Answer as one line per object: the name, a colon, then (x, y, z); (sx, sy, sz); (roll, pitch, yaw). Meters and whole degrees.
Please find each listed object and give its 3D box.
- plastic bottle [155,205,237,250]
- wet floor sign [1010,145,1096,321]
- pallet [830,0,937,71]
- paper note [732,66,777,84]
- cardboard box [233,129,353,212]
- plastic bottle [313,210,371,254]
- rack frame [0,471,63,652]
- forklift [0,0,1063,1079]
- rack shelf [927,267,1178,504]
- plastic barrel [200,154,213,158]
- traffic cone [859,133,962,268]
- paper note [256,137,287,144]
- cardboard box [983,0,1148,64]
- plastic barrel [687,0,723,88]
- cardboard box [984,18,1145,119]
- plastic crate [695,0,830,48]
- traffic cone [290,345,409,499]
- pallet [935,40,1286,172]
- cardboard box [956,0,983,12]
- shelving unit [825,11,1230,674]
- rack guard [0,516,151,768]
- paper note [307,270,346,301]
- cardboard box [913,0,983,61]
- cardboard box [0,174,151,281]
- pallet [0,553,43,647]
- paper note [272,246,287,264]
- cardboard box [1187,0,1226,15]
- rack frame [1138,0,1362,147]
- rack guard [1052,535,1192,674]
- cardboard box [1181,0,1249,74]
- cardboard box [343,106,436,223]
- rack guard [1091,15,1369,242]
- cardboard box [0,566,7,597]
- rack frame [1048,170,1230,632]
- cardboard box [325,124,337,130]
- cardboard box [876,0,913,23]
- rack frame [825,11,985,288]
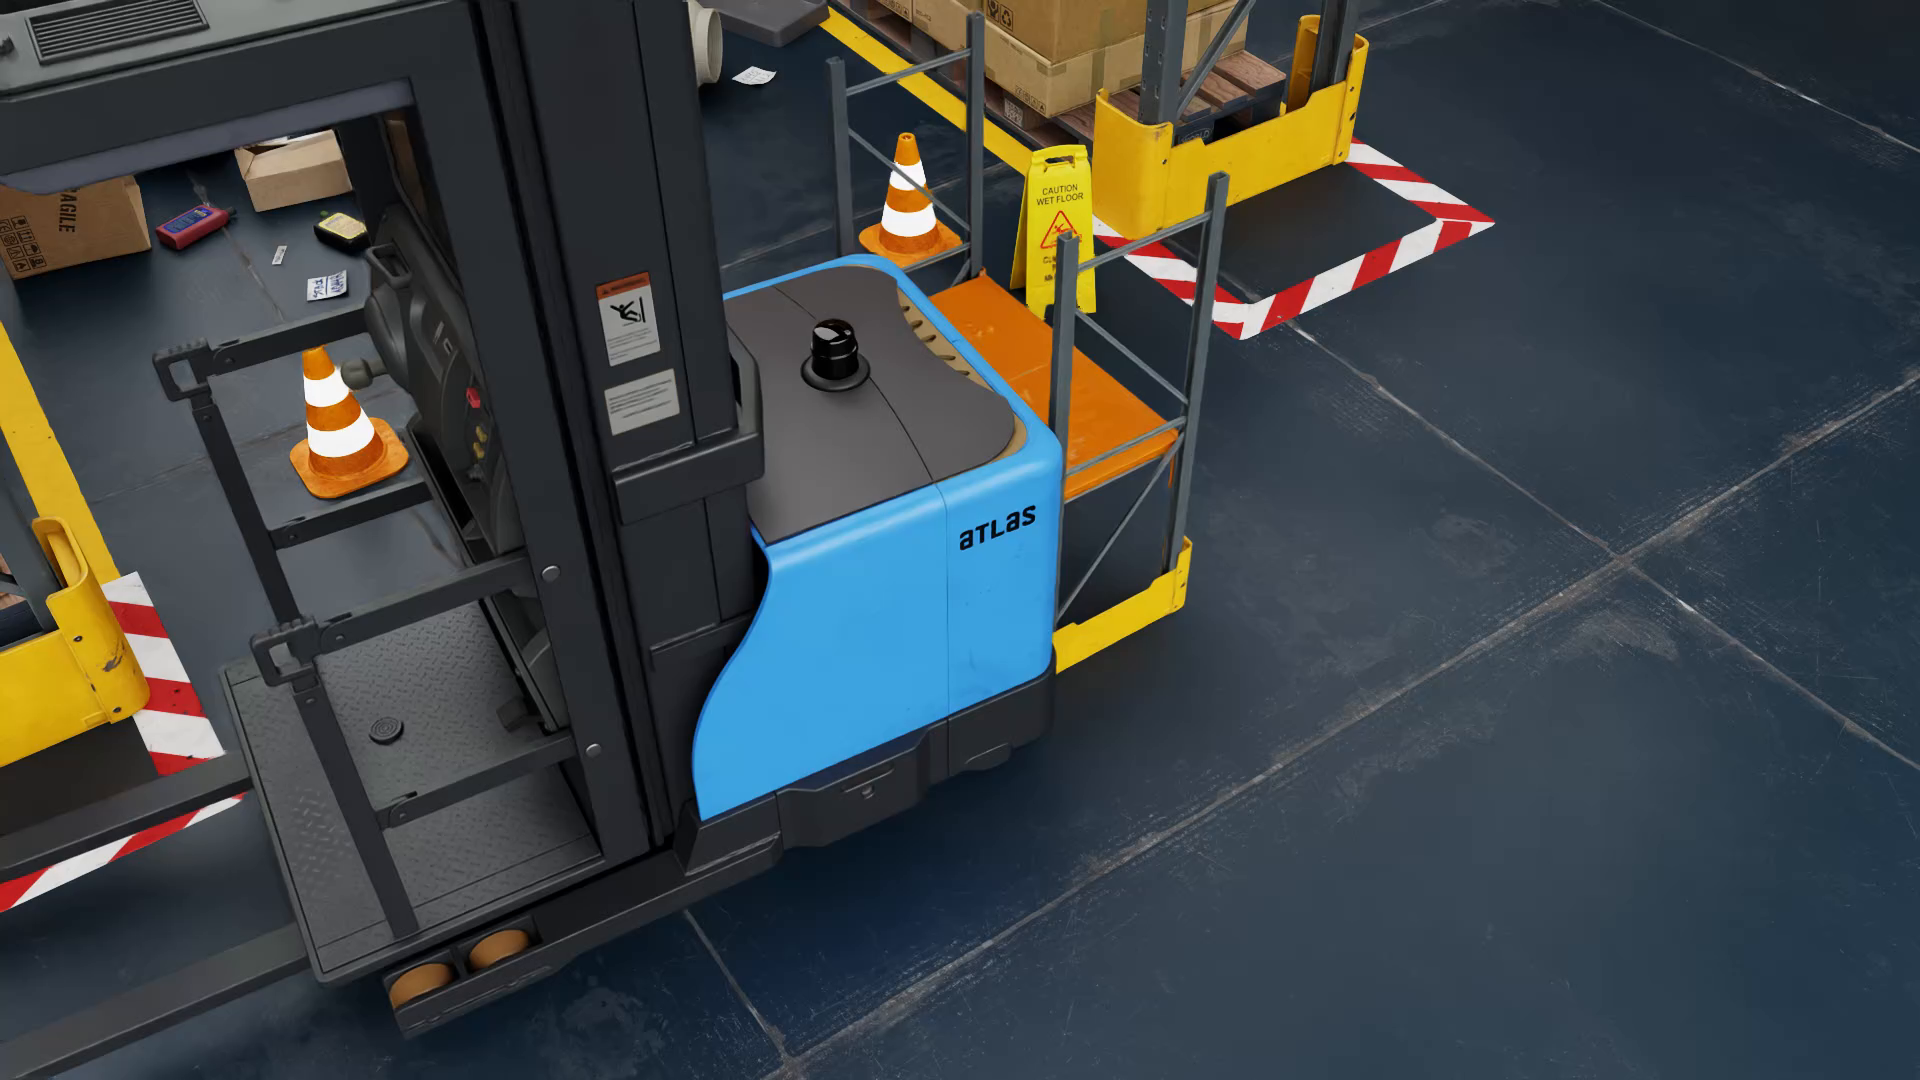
plastic bottle: (-2.982, -1.239, 6.504); (0.133, 0.061, 0.283); (26, 49, 25)
wet floor sign: (0.342, -1.125, 5.961); (0.267, 0.644, 0.232); (-10, 45, -11)
pallet: (-0.062, -2.706, 7.931); (1.003, 0.211, 1.213); (-26, 49, -24)
paper note: (-0.912, -2.067, 7.393); (0.148, 0.019, 0.142); (26, 49, 25)
cardboard box: (-2.685, -1.525, 6.655); (0.396, 0.266, 0.258); (-18, 46, -18)
plastic bottle: (-2.413, -1.206, 6.469); (0.283, 0.061, 0.133); (26, 49, 25)
rack frame: (-2.891, -0.494, 3.595); (1.000, 3.000, 0.127); (-26, 49, -24)
forklift: (-1.278, -0.300, 3.441); (3.031, 2.935, 1.130); (-21, 48, -21)
rack shelf: (0.146, -0.402, 4.845); (0.538, 0.185, 1.000); (-26, 49, -24)
plastic barrel: (-3.272, -1.791, 6.820); (0.512, 0.421, 0.421); (4, 44, 4)
traffic cone: (-0.193, -1.323, 6.301); (0.336, 0.463, 0.334); (-26, 49, -24)
paper note: (-2.901, -1.637, 6.948); (0.172, 0.023, 0.155); (-10, 45, -11)
cardboard box: (0.439, -2.286, 6.617); (0.500, 0.500, 0.500); (-25, 49, -24)
plastic barrel: (-1.312, -2.147, 7.192); (0.512, 0.421, 0.421); (4, 44, 4)
cardboard box: (0.414, -2.029, 6.891); (0.500, 0.250, 0.500); (-26, 49, -25)
plastic crate: (-0.951, -2.503, 7.814); (0.583, 0.080, 0.402); (26, 49, 25)
traffic cone: (-2.030, -0.438, 5.374); (0.336, 0.463, 0.334); (-26, 49, -24)
pallet: (0.632, -2.015, 7.208); (1.003, 0.211, 1.213); (-26, 49, -24)
cardboard box: (0.138, -2.580, 6.925); (0.500, 0.500, 0.500); (-24, 49, -23)
shelving unit: (0.140, -0.537, 4.726); (0.587, 1.500, 1.083); (-26, 49, -24)
rack guard: (-2.877, 0.423, 4.444); (1.175, 0.500, 0.348); (-26, 49, -24)
paper note: (-2.372, -0.955, 6.229); (0.144, 0.017, 0.142); (-10, 45, -11)
cardboard box: (0.138, -2.312, 7.187); (0.500, 0.250, 0.500); (-26, 49, -24)
cardboard box: (-3.449, -1.383, 6.334); (0.500, 0.500, 0.500); (-18, 46, -18)
pallet: (-3.413, 0.092, 5.000); (1.003, 0.211, 1.213); (-26, 49, -24)
paper note: (-2.615, -1.096, 6.390); (0.032, 0.001, 0.123); (-3, 44, -4)
cardboard box: (0.863, -2.515, 6.856); (0.500, 0.500, 0.500); (-27, 50, -26)
rack frame: (1.111, -2.507, 5.704); (1.000, 3.000, 0.127); (-26, 49, -24)
rack guard: (0.425, 0.197, 4.862); (0.587, 0.250, 0.087); (-26, 49, -24)
cardboard box: (0.877, -2.230, 7.101); (0.500, 0.250, 0.500); (-26, 49, -25)
cardboard box: (-1.970, -1.599, 6.560); (0.637, 0.503, 0.797); (11, 45, 11)
rack guard: (1.068, -1.646, 6.612); (1.175, 0.500, 0.348); (-26, 49, -24)
cardboard box: (-3.333, -0.236, 4.559); (0.875, 0.875, 0.875); (-25, 49, -24)
rack frame: (0.436, -0.244, 4.419); (0.500, 1.500, 0.032); (-26, 49, -24)
cardboard box: (-2.512, -2.174, 7.065); (0.797, 0.637, 0.503); (-26, 49, -24)
cardboard box: (-0.166, -2.606, 7.495); (0.500, 0.250, 0.500); (-27, 50, -26)
rack frame: (-0.145, -0.820, 5.023); (0.500, 1.500, 0.032); (-26, 49, -24)
